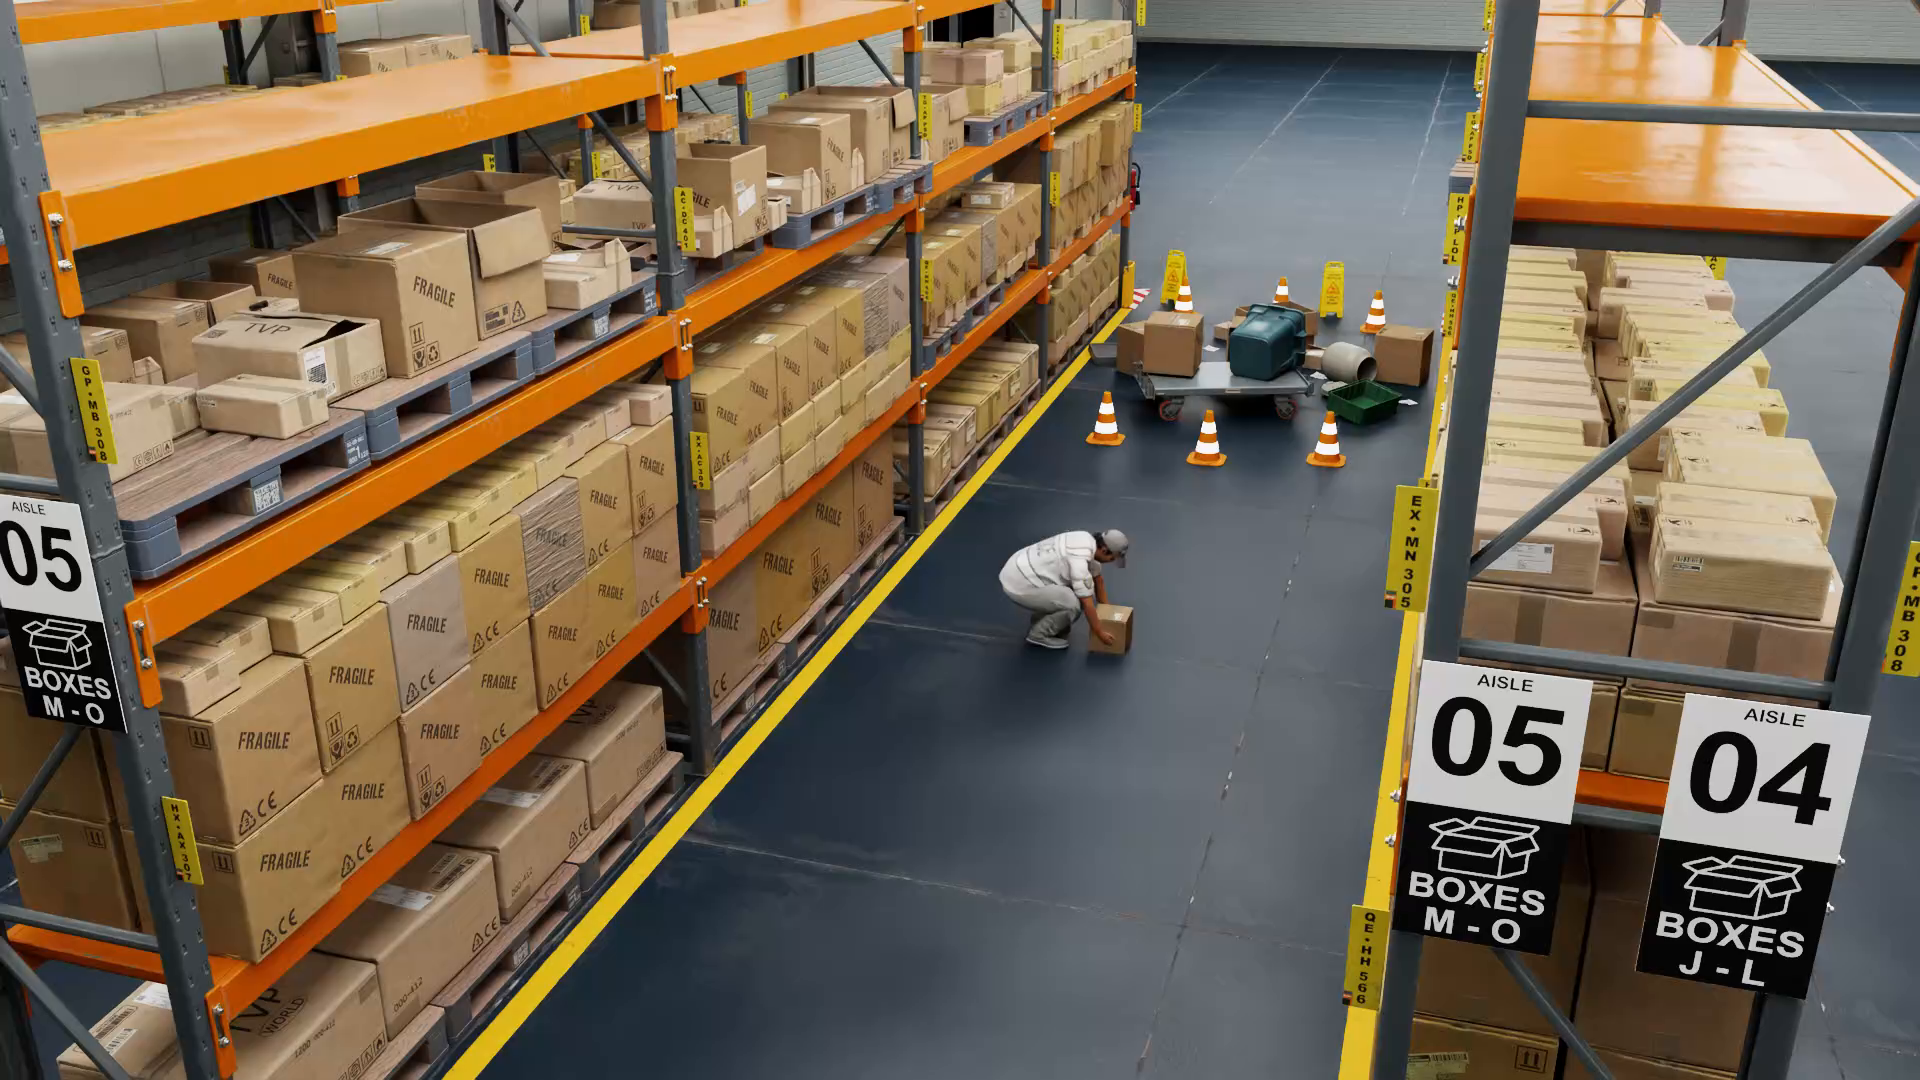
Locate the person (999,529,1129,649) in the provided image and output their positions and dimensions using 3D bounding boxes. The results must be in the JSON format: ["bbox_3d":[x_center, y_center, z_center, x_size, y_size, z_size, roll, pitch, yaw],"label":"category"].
[{"bbox_3d":[0.713,0.304,11.453,0.867,0.837,0.517,7,23,16],"label":"person"}]
